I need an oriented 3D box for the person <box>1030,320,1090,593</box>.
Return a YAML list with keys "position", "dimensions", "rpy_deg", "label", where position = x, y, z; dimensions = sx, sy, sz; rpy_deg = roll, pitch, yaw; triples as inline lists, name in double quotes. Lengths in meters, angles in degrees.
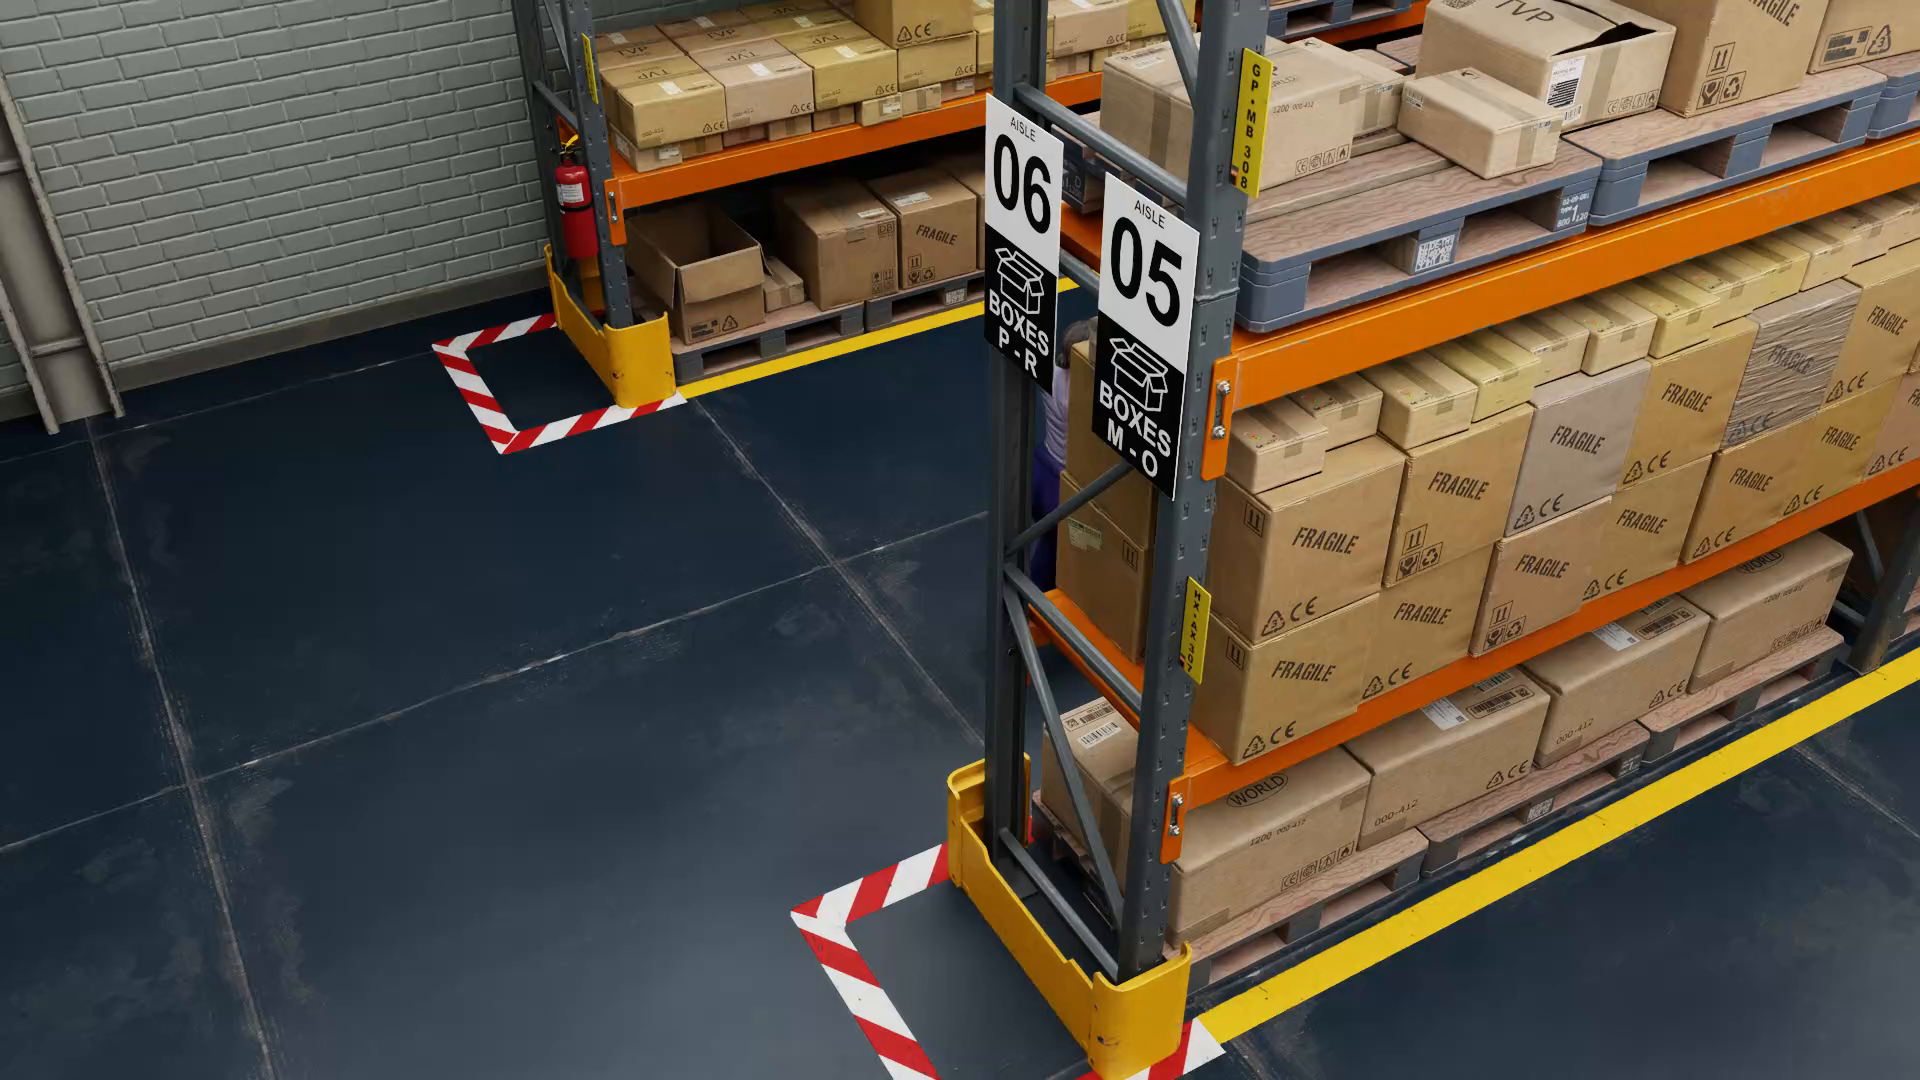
- position: [0.541, -0.240, 7.267]
  dimensions: [0.536, 1.645, 0.434]
  rpy_deg: [-20, 41, -24]
  label: "person"
